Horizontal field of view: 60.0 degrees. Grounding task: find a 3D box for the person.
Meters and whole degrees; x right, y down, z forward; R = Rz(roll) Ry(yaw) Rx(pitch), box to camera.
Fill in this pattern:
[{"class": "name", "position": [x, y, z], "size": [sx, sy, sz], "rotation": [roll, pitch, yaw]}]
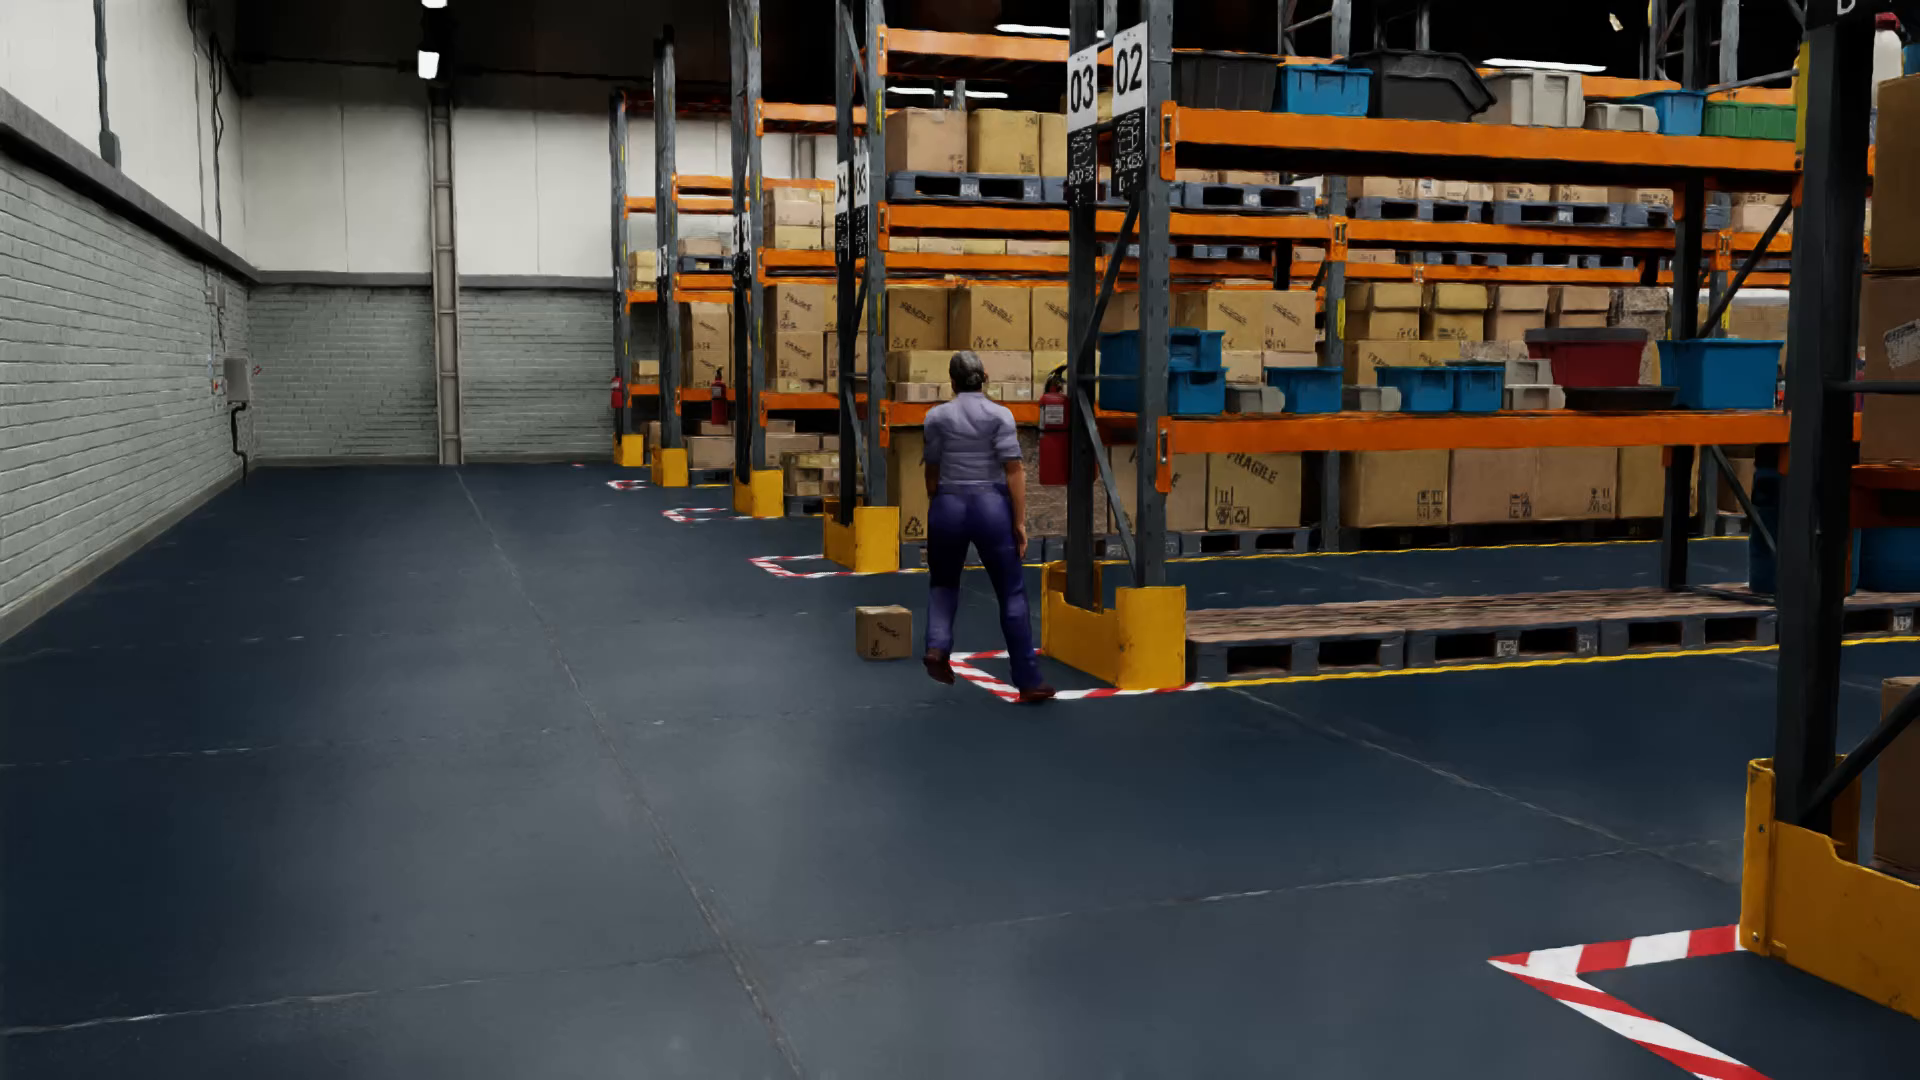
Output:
[{"class": "person", "position": [0.140, -0.068, 7.801], "size": [0.625, 1.629, 0.452], "rotation": [1, 6, 8]}]
